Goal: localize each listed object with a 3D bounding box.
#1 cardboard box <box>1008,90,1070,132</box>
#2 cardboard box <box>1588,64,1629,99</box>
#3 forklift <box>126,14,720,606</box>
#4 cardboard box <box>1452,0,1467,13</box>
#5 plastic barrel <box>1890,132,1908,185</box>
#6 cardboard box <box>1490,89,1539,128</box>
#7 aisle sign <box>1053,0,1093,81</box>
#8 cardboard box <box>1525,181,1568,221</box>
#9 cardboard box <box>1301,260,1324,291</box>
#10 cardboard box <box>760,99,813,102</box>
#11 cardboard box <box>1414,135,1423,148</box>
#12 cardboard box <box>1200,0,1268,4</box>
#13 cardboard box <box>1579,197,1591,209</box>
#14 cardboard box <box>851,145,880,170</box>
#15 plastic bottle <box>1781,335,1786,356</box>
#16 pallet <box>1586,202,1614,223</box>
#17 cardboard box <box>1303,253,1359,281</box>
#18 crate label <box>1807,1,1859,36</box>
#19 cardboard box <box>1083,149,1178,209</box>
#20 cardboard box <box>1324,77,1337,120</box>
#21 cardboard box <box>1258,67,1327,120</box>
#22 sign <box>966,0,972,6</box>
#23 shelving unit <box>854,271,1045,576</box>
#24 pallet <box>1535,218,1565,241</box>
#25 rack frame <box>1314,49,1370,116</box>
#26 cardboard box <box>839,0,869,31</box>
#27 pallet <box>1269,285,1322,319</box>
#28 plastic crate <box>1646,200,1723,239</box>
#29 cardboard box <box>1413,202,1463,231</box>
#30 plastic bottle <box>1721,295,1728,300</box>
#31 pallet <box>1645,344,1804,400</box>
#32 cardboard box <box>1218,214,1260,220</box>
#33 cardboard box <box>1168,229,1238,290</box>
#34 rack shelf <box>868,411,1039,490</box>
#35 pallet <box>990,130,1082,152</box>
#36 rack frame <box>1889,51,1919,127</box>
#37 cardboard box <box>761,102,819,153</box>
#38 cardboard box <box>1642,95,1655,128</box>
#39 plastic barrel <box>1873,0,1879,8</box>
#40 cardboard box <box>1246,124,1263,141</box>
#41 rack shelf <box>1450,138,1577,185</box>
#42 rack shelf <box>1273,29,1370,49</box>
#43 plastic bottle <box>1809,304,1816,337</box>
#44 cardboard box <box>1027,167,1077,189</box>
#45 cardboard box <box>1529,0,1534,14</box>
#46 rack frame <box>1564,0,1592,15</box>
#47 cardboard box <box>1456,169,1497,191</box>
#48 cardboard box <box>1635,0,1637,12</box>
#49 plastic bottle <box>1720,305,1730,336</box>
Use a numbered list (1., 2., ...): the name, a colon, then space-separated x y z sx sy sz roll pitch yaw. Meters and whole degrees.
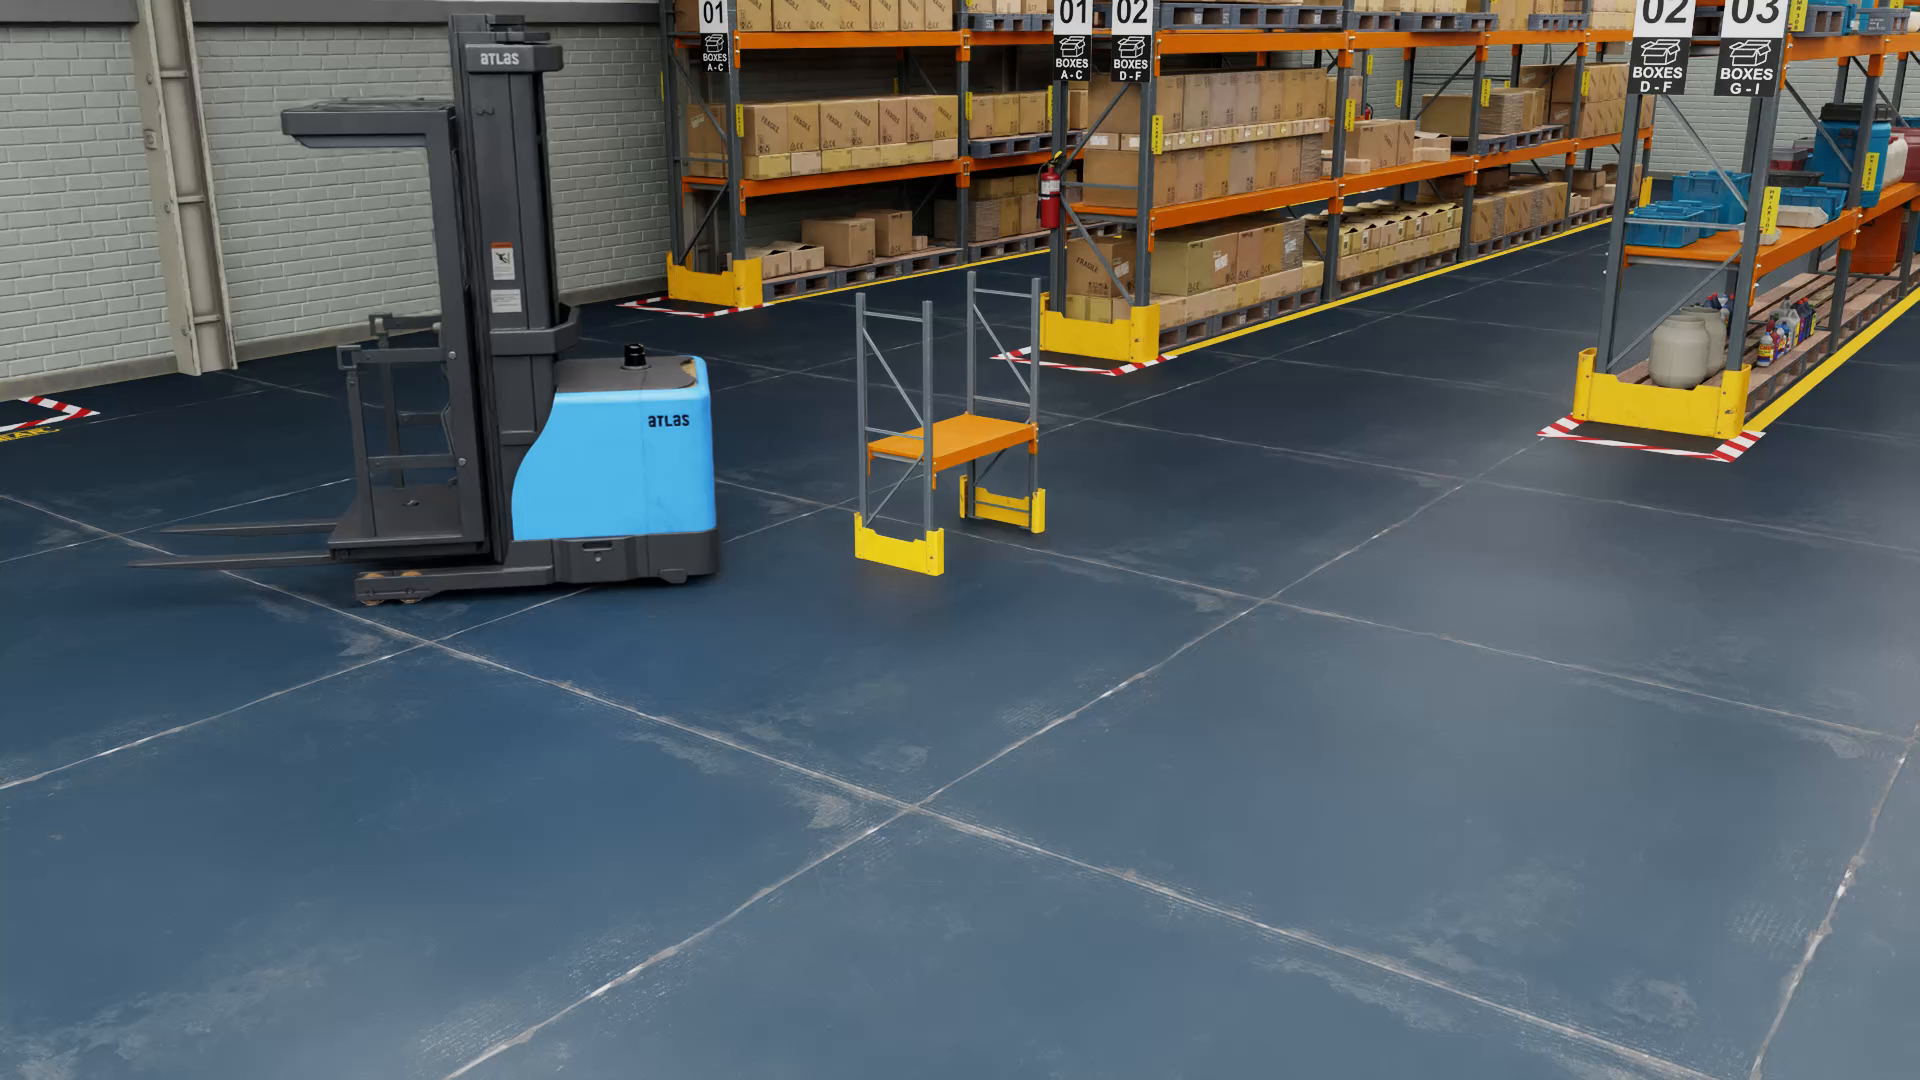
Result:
1. cardboard box: 1.051 -5.775 22.372 0.700 0.500 0.500 12 21 35
2. cardboard box: 9.839 -6.966 25.263 0.500 0.500 0.500 13 22 36
3. forklift: -2.864 -1.228 8.755 3.031 2.935 1.130 -3 17 -9
4. cardboard box: 5.803 -6.500 20.105 0.500 0.250 0.500 11 20 31
5. plastic barrel: 9.563 -3.951 17.222 0.421 0.512 0.421 0 17 0
6. cardboard box: 7.591 -6.010 23.161 0.500 0.500 0.700 -16 23 -42
7. aisle sign: 0.987 -4.429 14.566 0.394 0.787 0.004 12 21 35
8. cardboard box: 8.348 -4.858 23.802 0.500 0.500 0.500 12 21 34
9. cardboard box: 3.544 -2.843 17.768 0.500 0.250 0.500 12 21 35
10. cardboard box: -1.996 -4.714 18.820 0.500 0.500 0.500 12 21 33
11. cardboard box: 5.340 -4.836 20.408 0.500 0.311 0.500 12 21 34
12. cardboard box: 2.562 -5.484 16.168 0.797 0.503 0.637 15 23 41
13. cardboard box: 9.343 -5.136 25.261 0.380 0.166 0.250 12 21 35
14. cardboard box: -1.264 -4.391 19.043 0.500 0.250 0.500 13 21 35
15. plastic bottle: 6.891 -1.655 13.992 0.097 0.201 0.097 0 17 0
16. pallet: 9.548 -5.133 25.918 1.003 0.211 1.213 12 21 35
17. cardboard box: 4.084 -3.044 18.416 0.500 0.250 0.500 12 21 33
18. crate label: 6.618 -4.024 12.838 0.502 0.251 0.408 12 21 35
19. cardboard box: 1.550 -3.308 15.170 0.700 0.500 0.500 12 21 35
20. cardboard box: 6.094 -7.682 28.916 0.980 0.700 0.700 12 21 34
21. cardboard box: 3.386 -4.665 17.351 0.700 0.500 0.500 13 21 35
22. sign: 0.105 -6.564 19.894 0.100 0.325 0.005 12 21 35
23. shelving unit: -0.045 -0.698 9.463 0.587 1.500 1.083 12 21 35
24. pallet: 7.957 -4.477 23.806 1.003 0.211 1.213 12 21 35
25. rack frame: 6.814 -7.837 29.922 1.000 3.000 0.127 12 21 35
26. cardboard box: -1.362 -5.929 18.517 0.500 0.500 0.500 14 22 38
27. pallet: 3.137 -2.591 17.730 1.003 0.211 1.213 12 21 35
28. plastic crate: 5.687 -2.530 13.084 0.499 0.251 0.408 12 21 35
29. cardboard box: 5.914 -4.044 20.691 0.500 0.311 0.500 13 22 36
30. plastic bottle: 7.079 -2.137 15.425 0.097 0.271 0.097 0 17 0
31. pallet: 6.461 -1.452 14.063 1.003 0.211 1.213 12 21 35
32. cardboard box: 2.826 -3.174 17.571 0.500 0.500 0.500 12 21 35
33. cardboard box: 2.344 -2.726 16.129 0.500 0.500 0.500 12 21 35
34. rack shelf: -0.051 -0.524 9.509 0.538 0.185 1.000 12 21 35
35. pallet: 0.901 -5.361 22.273 1.003 0.211 1.213 12 21 35
36. rack frame: 12.387 -5.133 21.217 1.000 3.000 0.127 12 21 35
37. cardboard box: -1.891 -4.499 18.127 0.500 0.500 0.500 12 21 35
38. cardboard box: 10.747 -6.855 26.593 0.500 0.500 0.500 13 22 36
39. plastic barrel: 8.951 -5.505 16.632 0.600 0.830 0.708 12 21 35
40. cardboard box: 2.741 -3.993 16.282 0.380 0.149 0.250 13 22 36
41. rack shelf: 7.220 -5.190 22.611 1.077 0.370 4.000 12 21 35
42. rack shelf: 5.623 -8.449 28.050 1.077 0.370 4.000 12 21 35
43. plastic bottle: 7.599 -1.968 14.862 0.061 0.283 0.133 14 22 37
44. cardboard box: 1.271 -5.000 22.997 0.500 0.250 0.500 13 21 36
45. cardboard box: 7.260 -7.313 22.132 0.600 0.600 0.600 11 21 33
46. rack frame: 8.412 -8.875 23.148 1.000 3.000 0.127 12 21 35
47. cardboard box: 7.033 -4.954 22.848 0.500 0.250 0.500 12 21 34
48. cardboard box: 10.095 -8.157 25.305 0.500 0.250 0.500 12 21 35
49. plastic bottle: 6.817 -1.960 14.857 0.097 0.271 0.097 0 17 0
